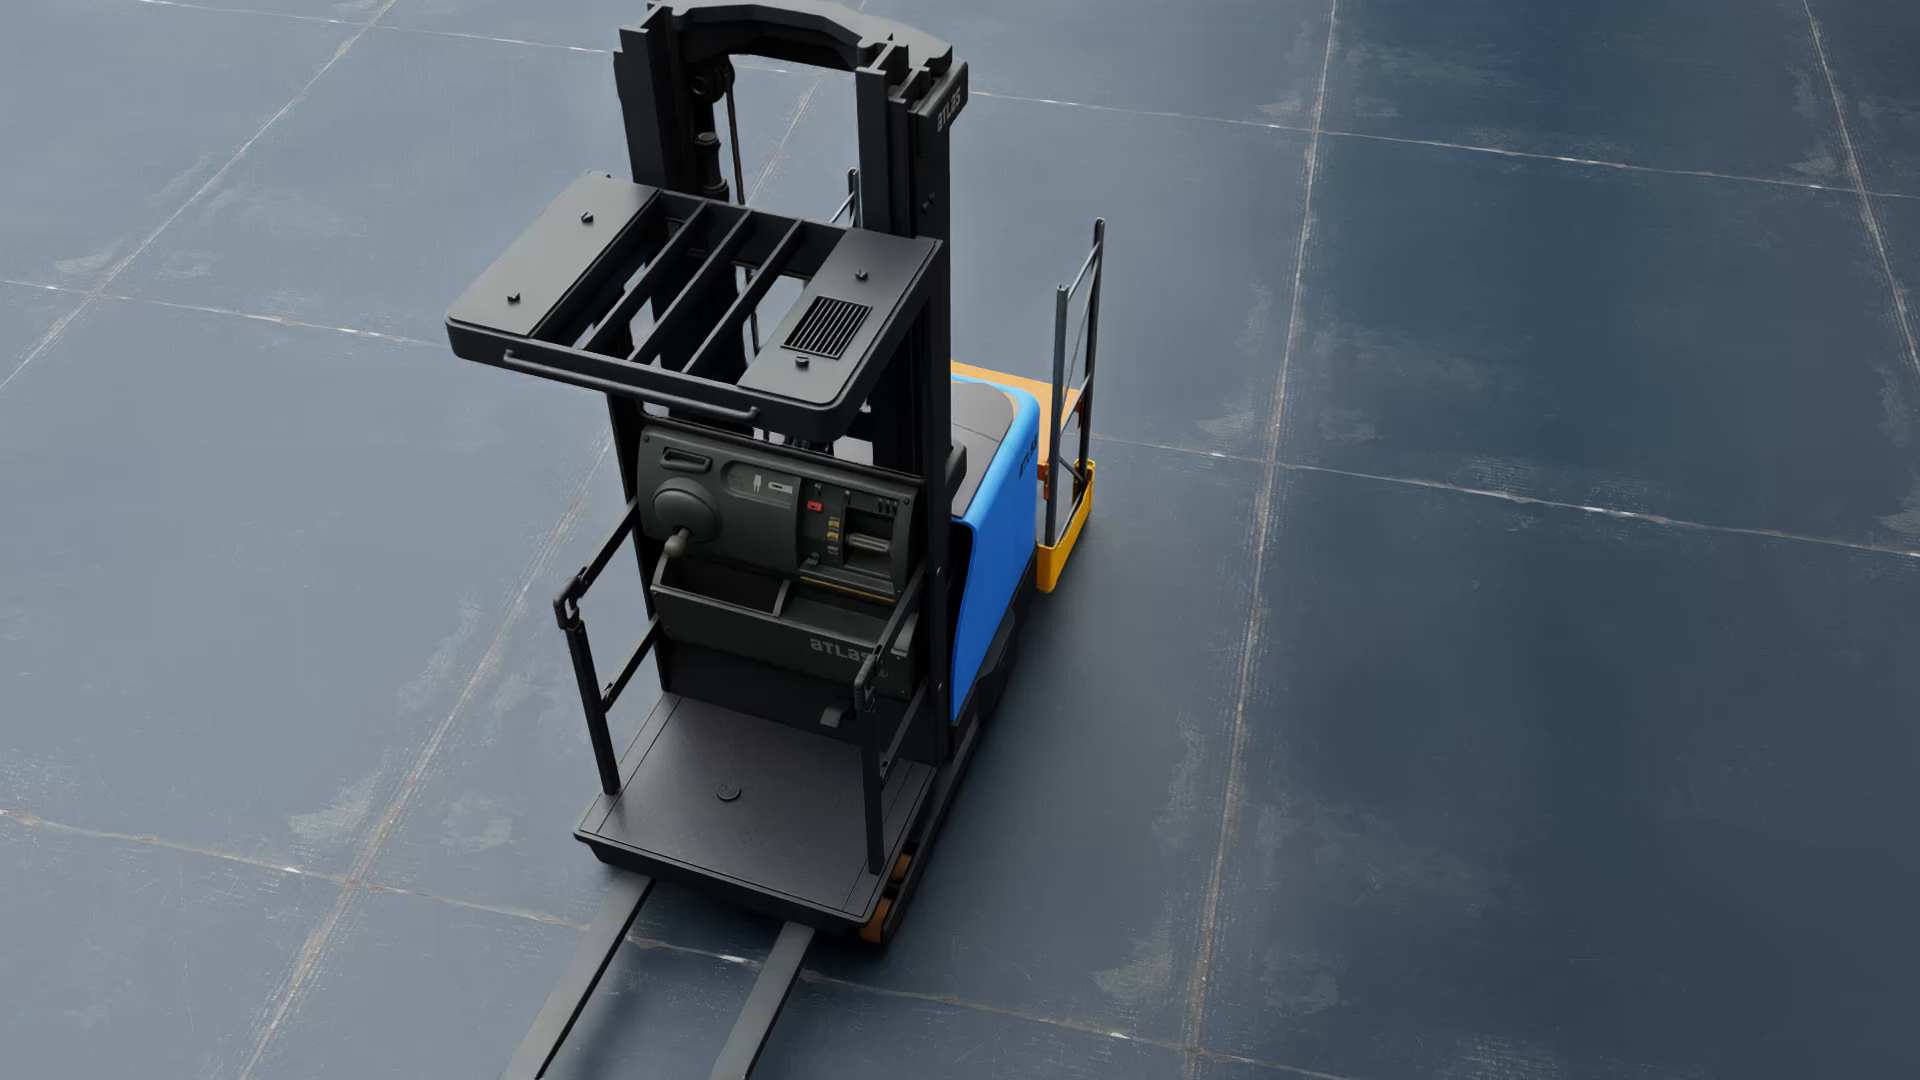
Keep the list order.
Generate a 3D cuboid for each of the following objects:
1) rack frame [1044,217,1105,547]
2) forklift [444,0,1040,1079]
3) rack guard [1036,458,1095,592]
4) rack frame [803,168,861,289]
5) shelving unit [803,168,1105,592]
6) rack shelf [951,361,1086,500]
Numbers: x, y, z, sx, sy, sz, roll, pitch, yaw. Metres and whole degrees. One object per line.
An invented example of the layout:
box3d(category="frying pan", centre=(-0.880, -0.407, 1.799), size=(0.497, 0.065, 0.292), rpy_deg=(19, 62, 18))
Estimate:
box3d(category="rack frame", centre=(0.450, -0.521, 6.669), size=(0.032, 1.500, 0.500), rpy_deg=(15, 46, 15))
box3d(category="forklift", centre=(-0.656, 0.012, 5.084), size=(1.130, 2.935, 3.031), rpy_deg=(14, 46, 14))
box3d(category="rack guard", centre=(0.448, -0.070, 7.102), size=(0.087, 0.250, 0.587), rpy_deg=(15, 46, 15))
box3d(category="rack frame", centre=(-0.502, -0.768, 6.926), size=(0.032, 1.500, 0.500), rpy_deg=(15, 46, 15))
box3d(category="shelving unit", centre=(-0.018, -0.642, 6.795), size=(1.083, 1.500, 0.587), rpy_deg=(15, 46, 15))
box3d(category="rack shelf", centre=(-0.026, -0.514, 6.922), size=(1.000, 0.185, 0.538), rpy_deg=(15, 46, 15))
